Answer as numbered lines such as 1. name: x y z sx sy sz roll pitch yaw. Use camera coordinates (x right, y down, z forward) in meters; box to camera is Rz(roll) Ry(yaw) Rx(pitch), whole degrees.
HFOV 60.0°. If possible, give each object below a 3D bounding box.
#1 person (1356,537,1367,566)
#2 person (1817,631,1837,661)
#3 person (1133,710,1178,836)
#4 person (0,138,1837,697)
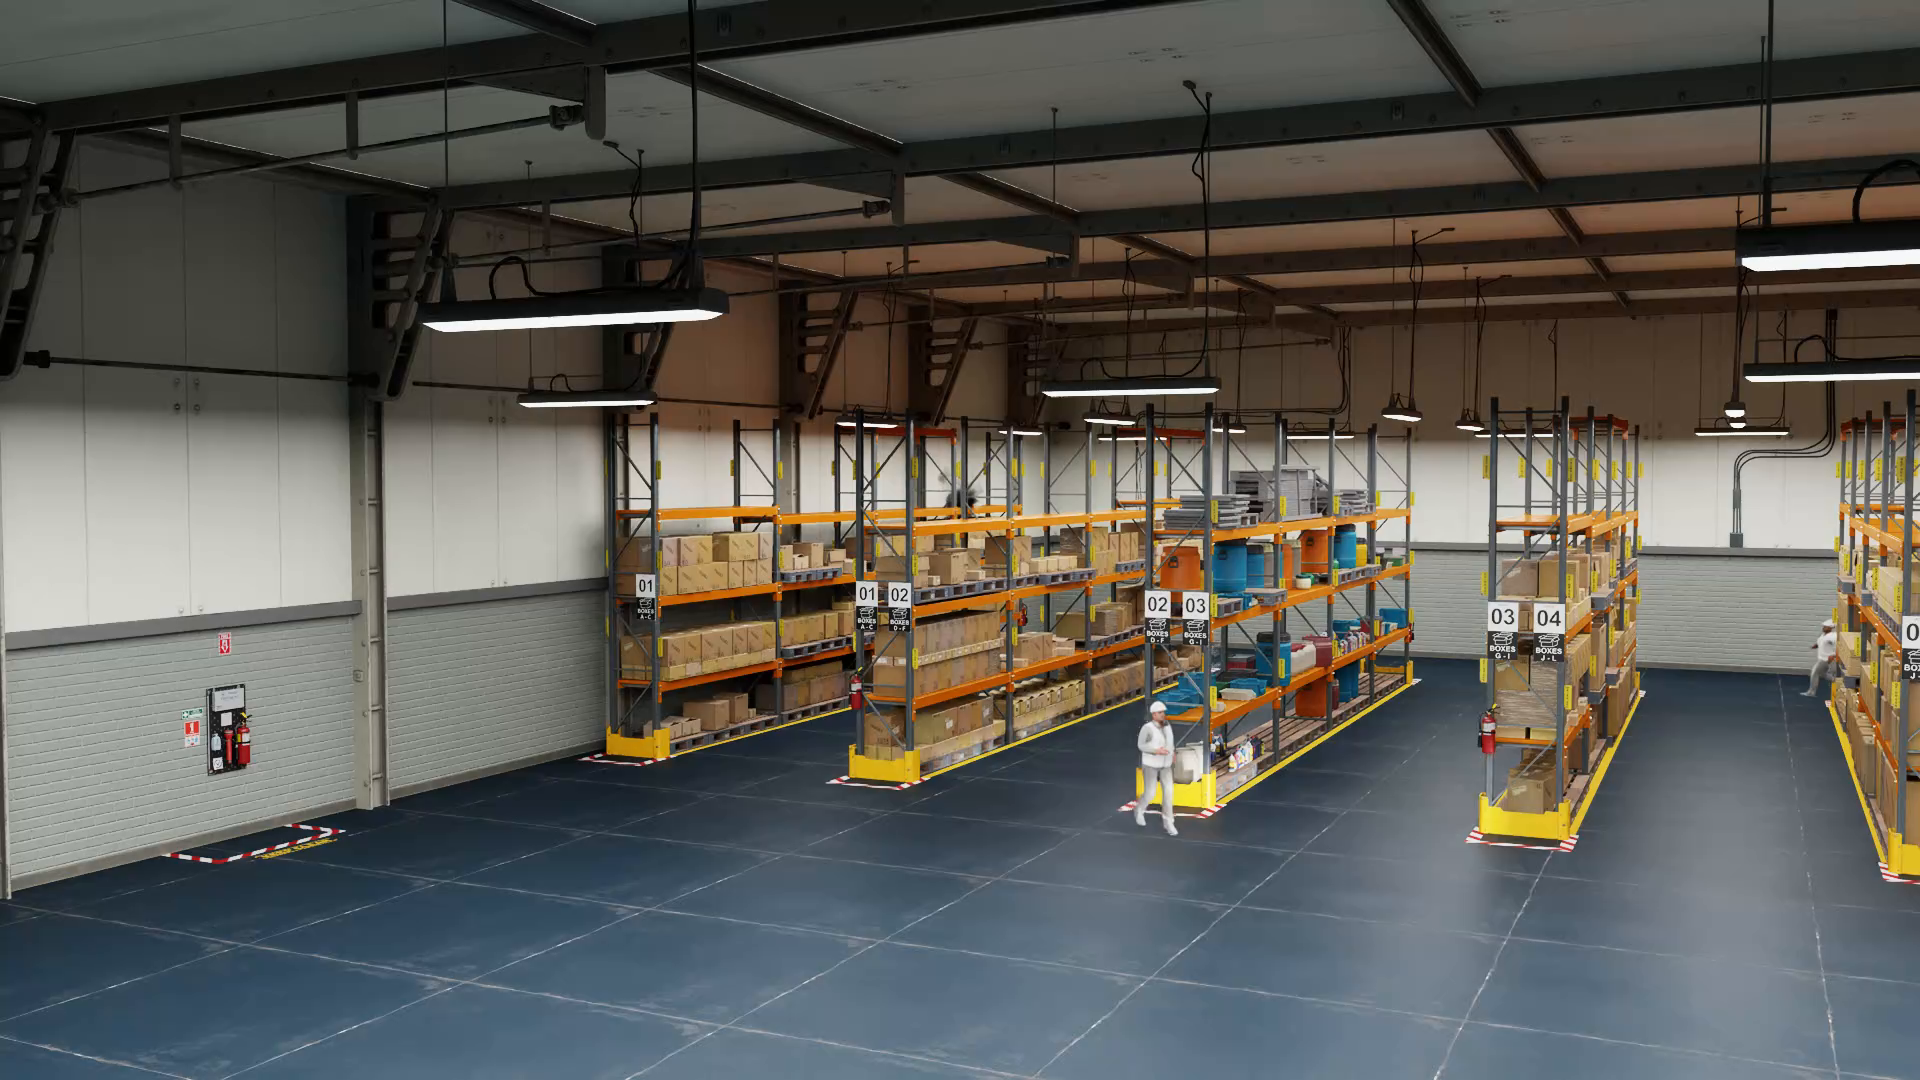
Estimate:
1. person: 16.703 1.369 33.905 17.191 2.770 5.049 1 3 21
2. person: 19.562 2.679 35.819 1.364 1.517 2.040 -1 3 -23
3. person: 2.737 3.167 23.079 0.673 1.765 0.816 -1 3 -28
4. person: 3.987 -0.675 27.788 22.978 8.977 26.823 1 3 20
